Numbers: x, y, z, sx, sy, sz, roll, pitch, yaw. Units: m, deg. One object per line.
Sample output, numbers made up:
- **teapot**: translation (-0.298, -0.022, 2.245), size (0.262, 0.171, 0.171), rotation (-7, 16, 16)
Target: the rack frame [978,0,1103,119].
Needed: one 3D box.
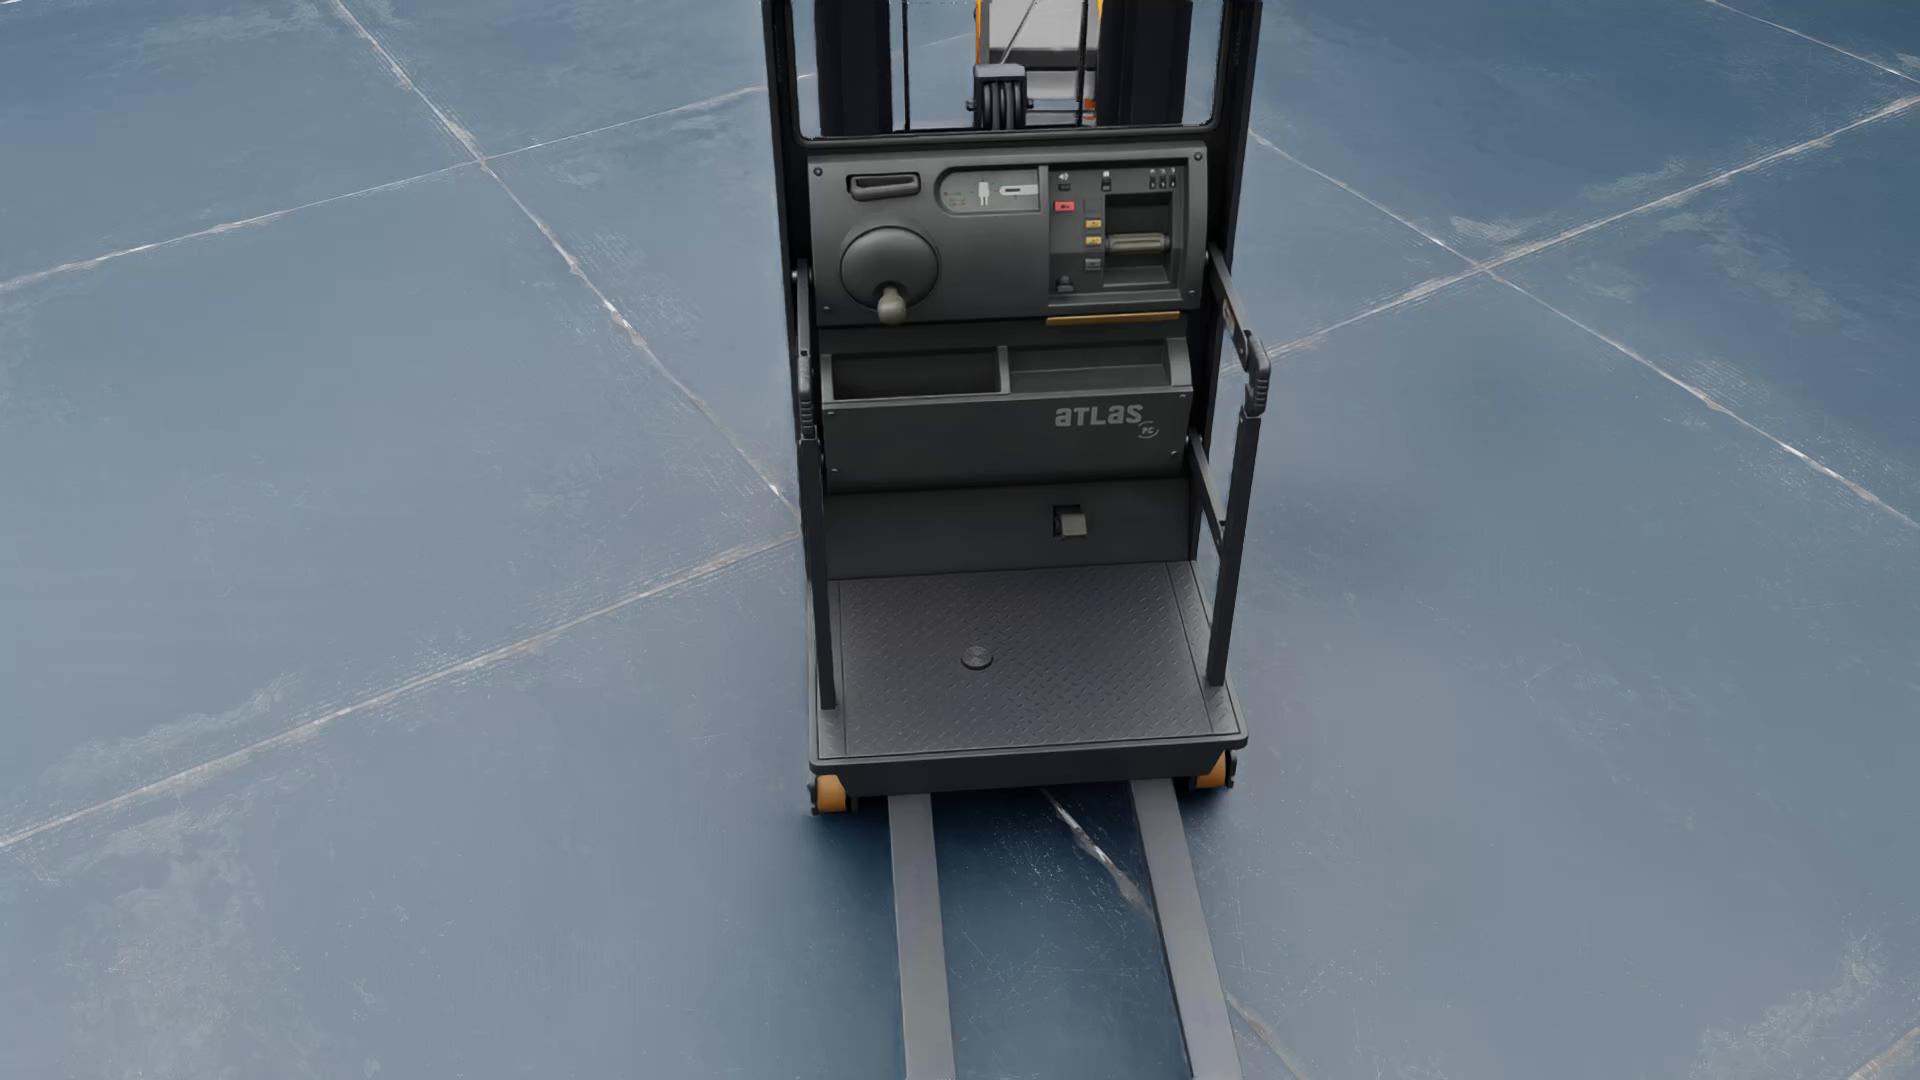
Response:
- **rack frame**: translation (0.255, -1.335, 5.202), size (0.400, 2.100, 0.015), rotation (0, 39, 0)

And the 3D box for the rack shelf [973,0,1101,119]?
- **rack shelf**: translation (0.257, -1.478, 5.400), size (0.431, 0.518, 0.480), rotation (0, 39, 0)

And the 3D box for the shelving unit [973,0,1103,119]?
- **shelving unit**: translation (0.257, -1.489, 5.392), size (0.431, 2.100, 0.503), rotation (0, 39, 0)

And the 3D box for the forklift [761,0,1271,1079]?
- **forklift**: translation (0.136, -0.636, 3.724), size (1.130, 2.935, 3.031), rotation (-3, 40, -4)
